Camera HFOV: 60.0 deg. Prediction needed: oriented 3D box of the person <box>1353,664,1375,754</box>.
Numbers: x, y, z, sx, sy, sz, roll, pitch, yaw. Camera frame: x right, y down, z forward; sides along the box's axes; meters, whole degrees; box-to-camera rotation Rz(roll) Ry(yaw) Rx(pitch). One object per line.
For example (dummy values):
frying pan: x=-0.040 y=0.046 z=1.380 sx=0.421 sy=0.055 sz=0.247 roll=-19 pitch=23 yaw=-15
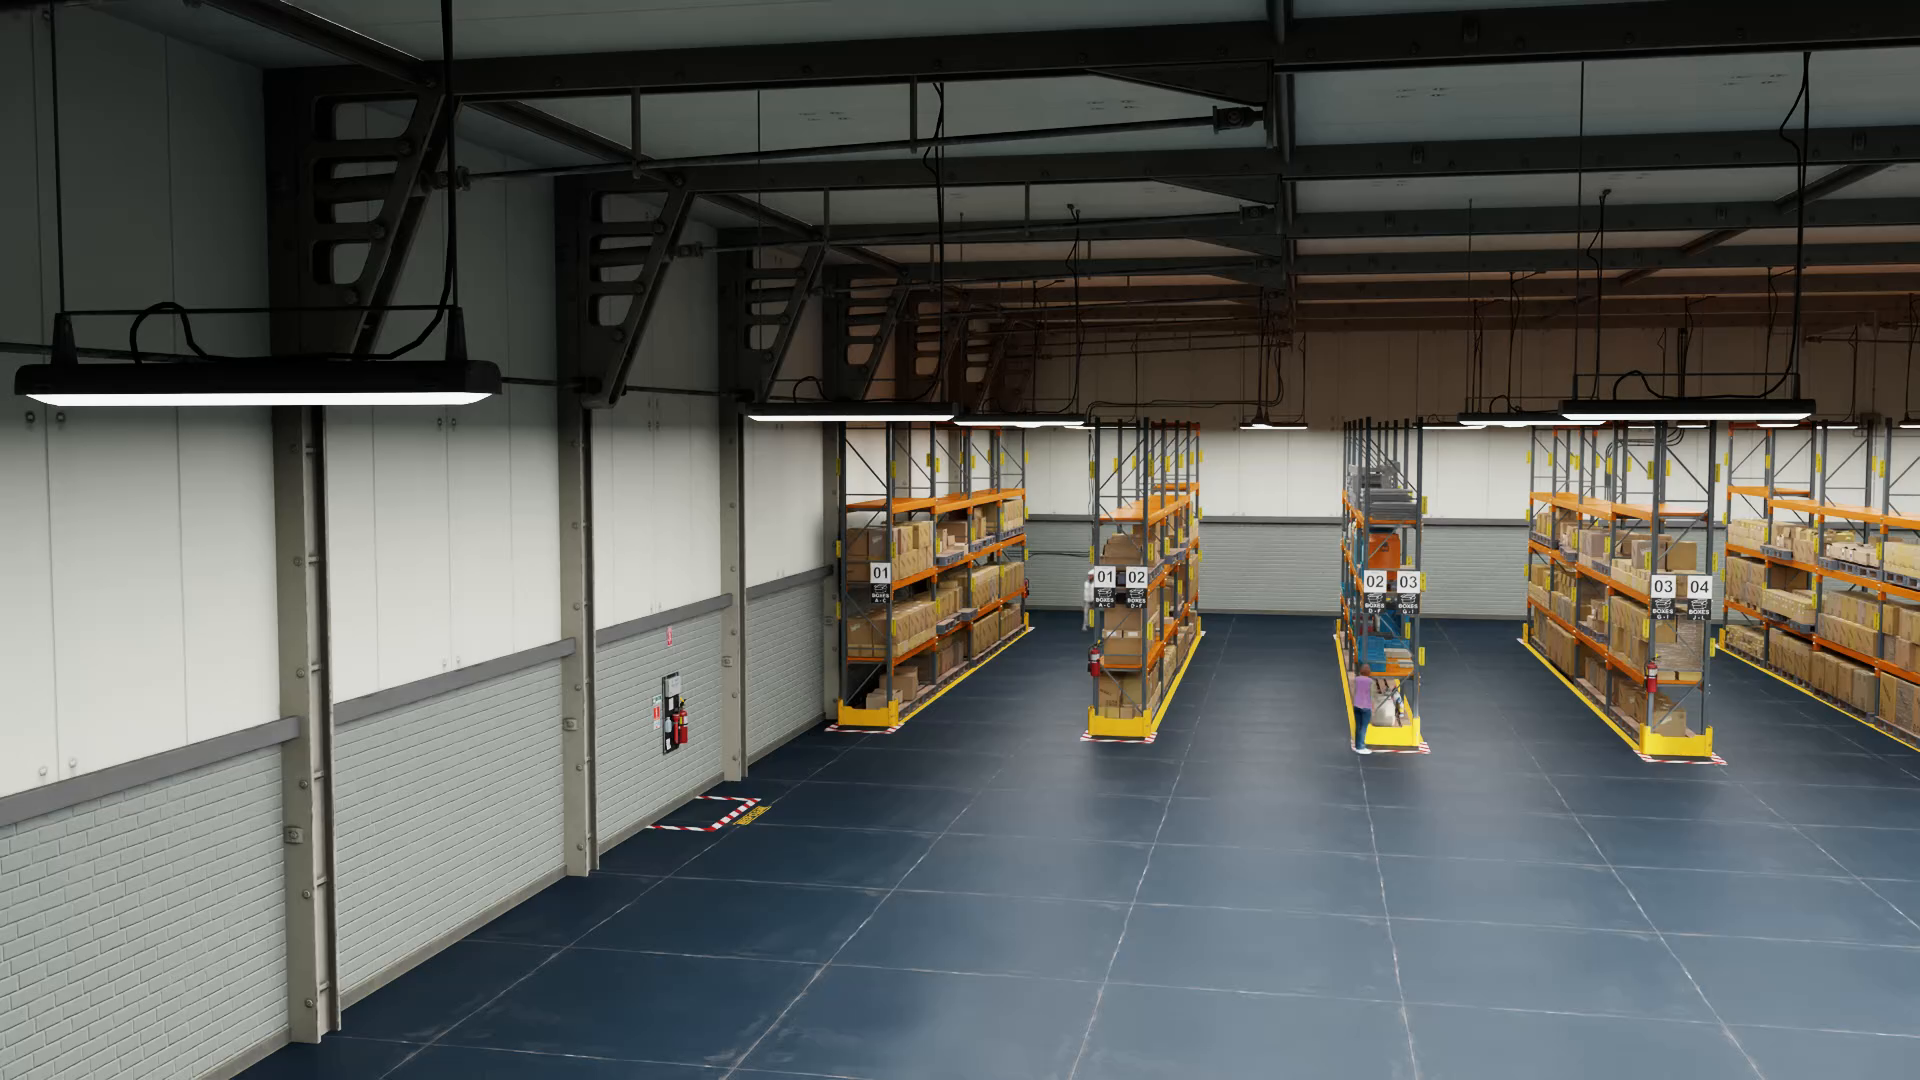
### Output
person: x=7.183 y=3.005 z=29.557 sx=0.427 sy=1.592 sz=0.352 roll=4 pitch=5 yaw=44

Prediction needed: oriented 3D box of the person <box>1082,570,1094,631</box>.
person: x=3.761 y=1.740 z=47.808 sx=0.560 sy=1.717 sz=1.032 roll=1 pitch=4 yaw=17
